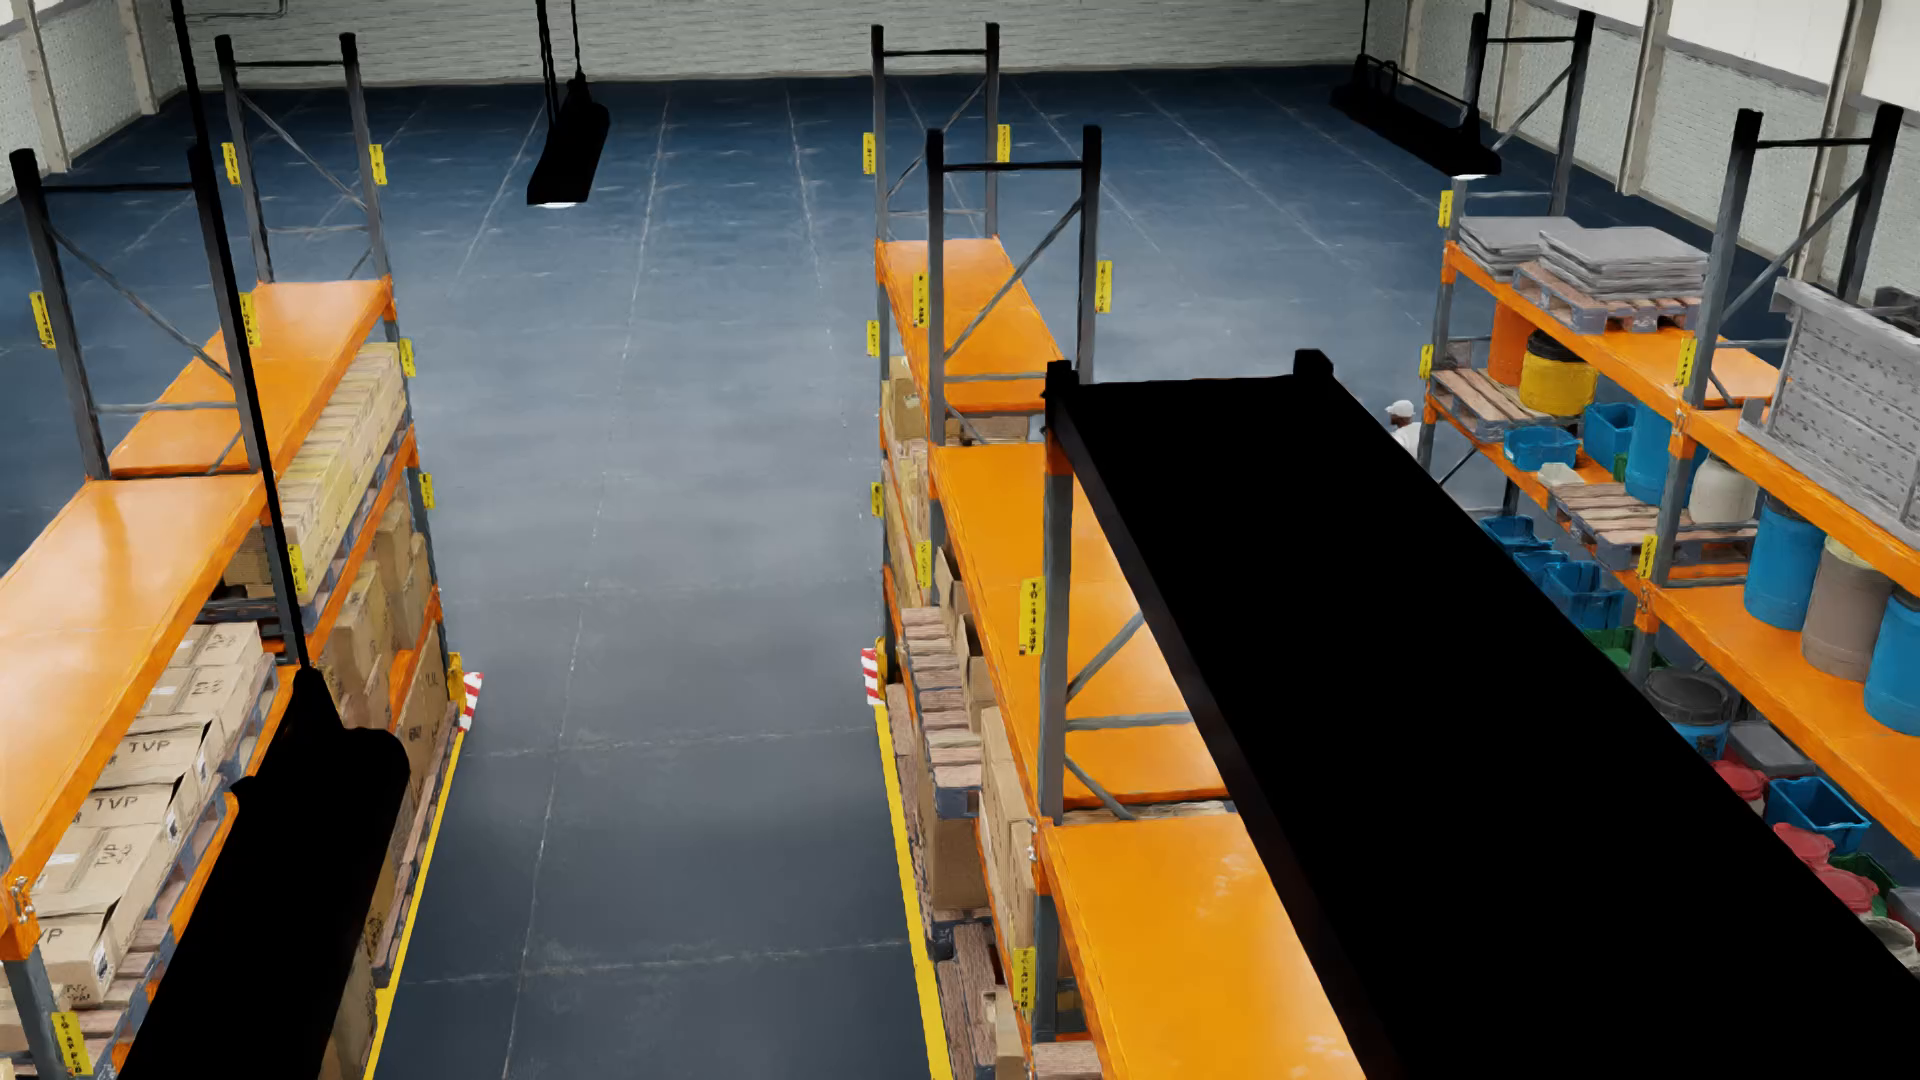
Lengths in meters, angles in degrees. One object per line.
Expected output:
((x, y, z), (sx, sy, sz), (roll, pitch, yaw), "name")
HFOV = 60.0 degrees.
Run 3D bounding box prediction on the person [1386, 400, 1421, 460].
((4.807, -0.657, 17.859), (0.612, 1.754, 0.579), (-21, 33, -37), "person")
